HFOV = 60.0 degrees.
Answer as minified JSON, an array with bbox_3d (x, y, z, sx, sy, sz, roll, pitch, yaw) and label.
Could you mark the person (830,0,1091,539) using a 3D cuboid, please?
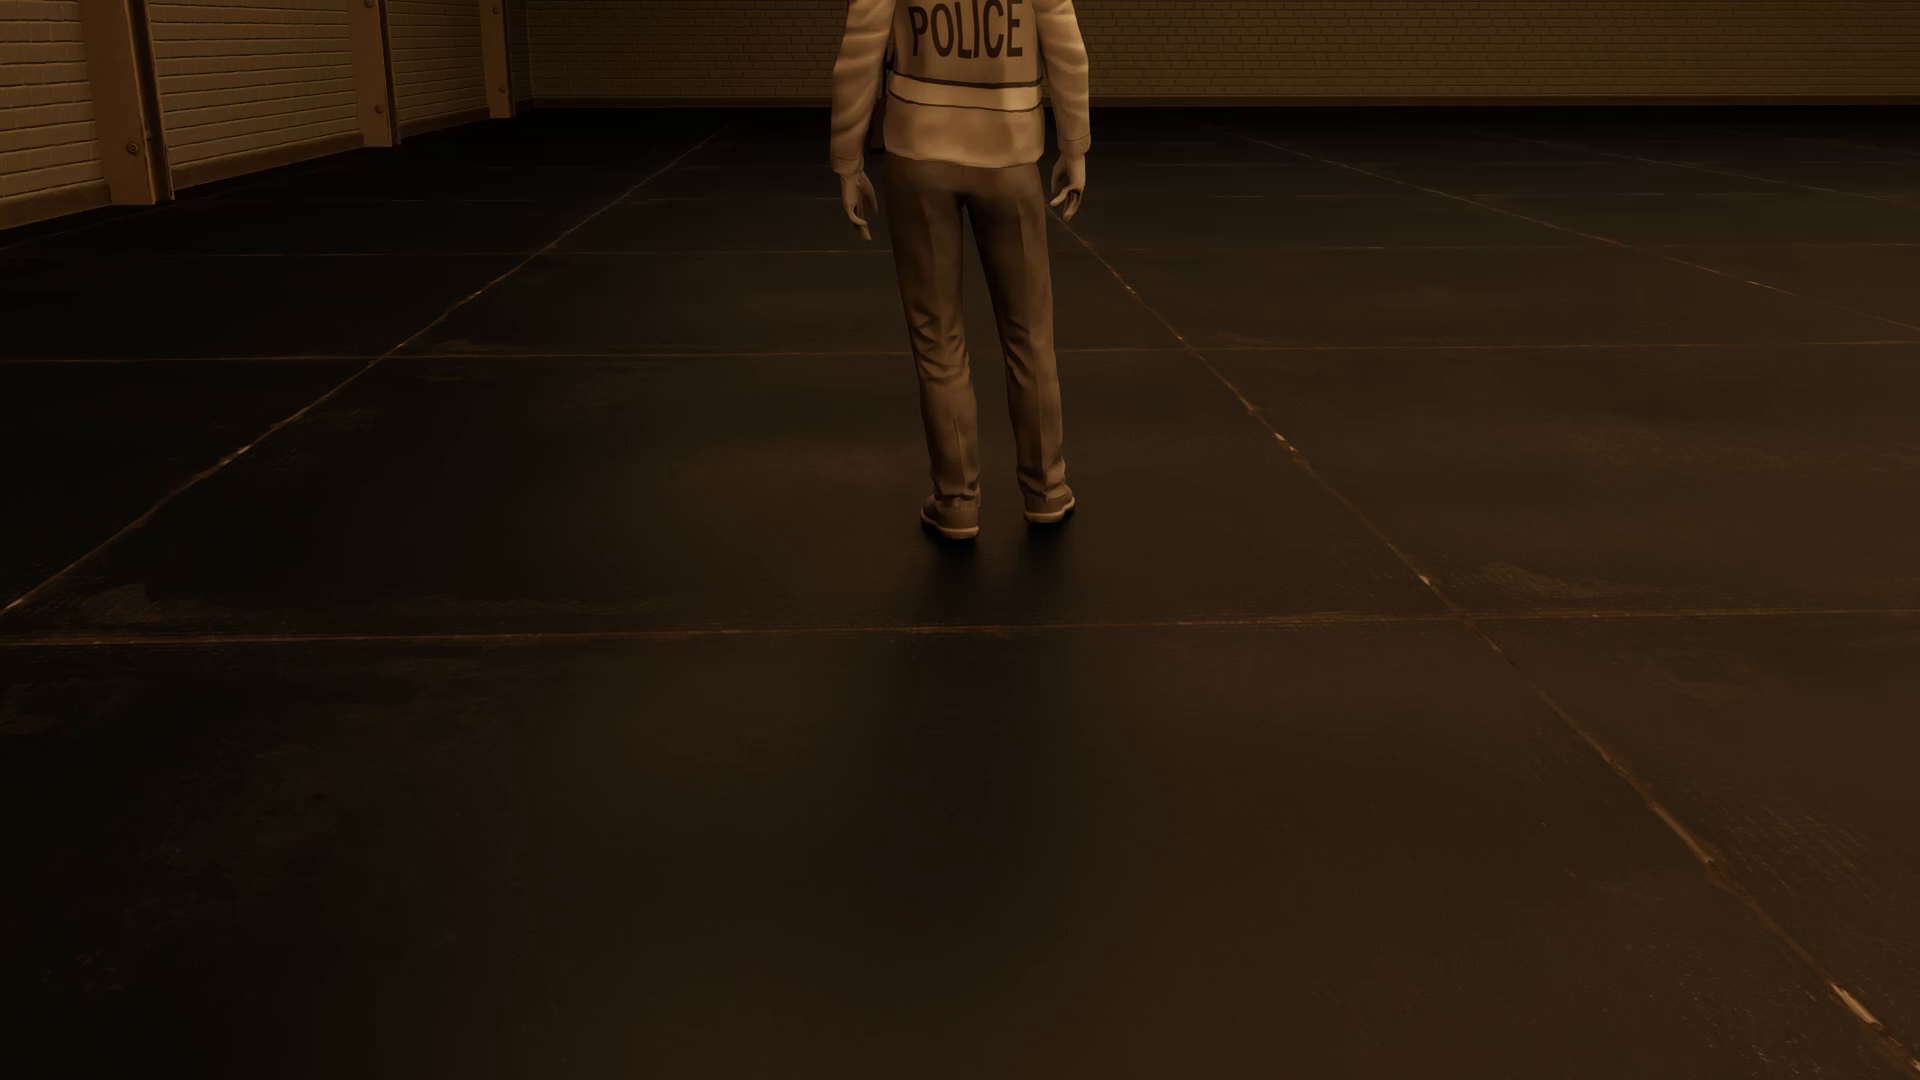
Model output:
[{"bbox_3d":[0.003,-0.837,3.734,0.586,1.694,0.530,-1,17,-3],"label":"person"}]
